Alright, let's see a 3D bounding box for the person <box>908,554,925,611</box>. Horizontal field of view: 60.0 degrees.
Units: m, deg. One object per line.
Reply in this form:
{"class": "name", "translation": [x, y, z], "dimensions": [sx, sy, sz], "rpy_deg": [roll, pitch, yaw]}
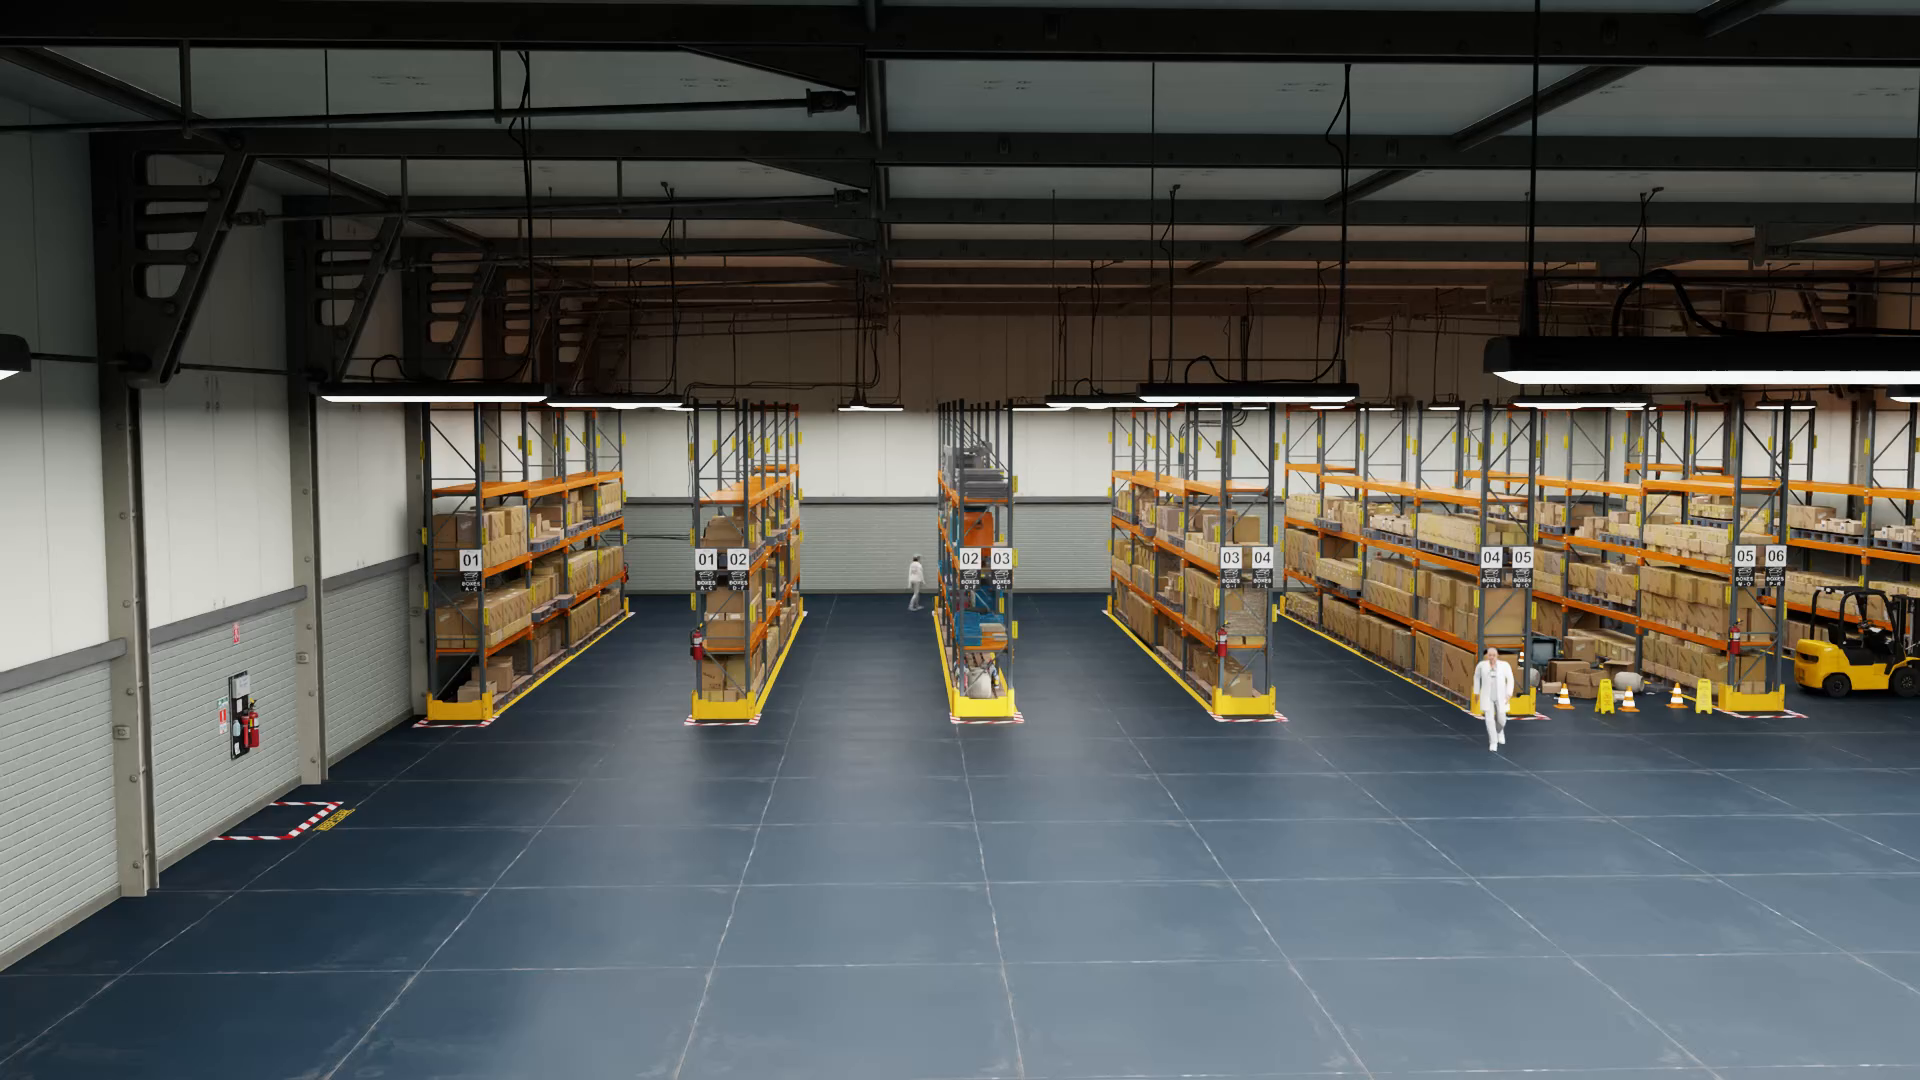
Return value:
{"class": "person", "translation": [-1.282, 1.228, 48.289], "dimensions": [0.724, 1.661, 0.472], "rpy_deg": [-3, 6, -38]}

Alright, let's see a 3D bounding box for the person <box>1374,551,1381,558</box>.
{"class": "person", "translation": [12.323, 1.163, 48.877], "dimensions": [1.019, 1.679, 0.519], "rpy_deg": [0, 4, -2]}

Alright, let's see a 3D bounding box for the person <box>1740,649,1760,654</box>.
{"class": "person", "translation": [17.168, 2.154, 36.112], "dimensions": [0.638, 1.670, 0.785], "rpy_deg": [0, 4, -1]}

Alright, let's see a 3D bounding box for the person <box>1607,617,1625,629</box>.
{"class": "person", "translation": [17.447, 1.546, 44.117], "dimensions": [0.453, 1.654, 0.496], "rpy_deg": [-2, 5, -28]}

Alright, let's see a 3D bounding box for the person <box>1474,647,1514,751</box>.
{"class": "person", "translation": [9.150, 2.688, 28.535], "dimensions": [0.641, 1.757, 0.750], "rpy_deg": [1, 4, 15]}
